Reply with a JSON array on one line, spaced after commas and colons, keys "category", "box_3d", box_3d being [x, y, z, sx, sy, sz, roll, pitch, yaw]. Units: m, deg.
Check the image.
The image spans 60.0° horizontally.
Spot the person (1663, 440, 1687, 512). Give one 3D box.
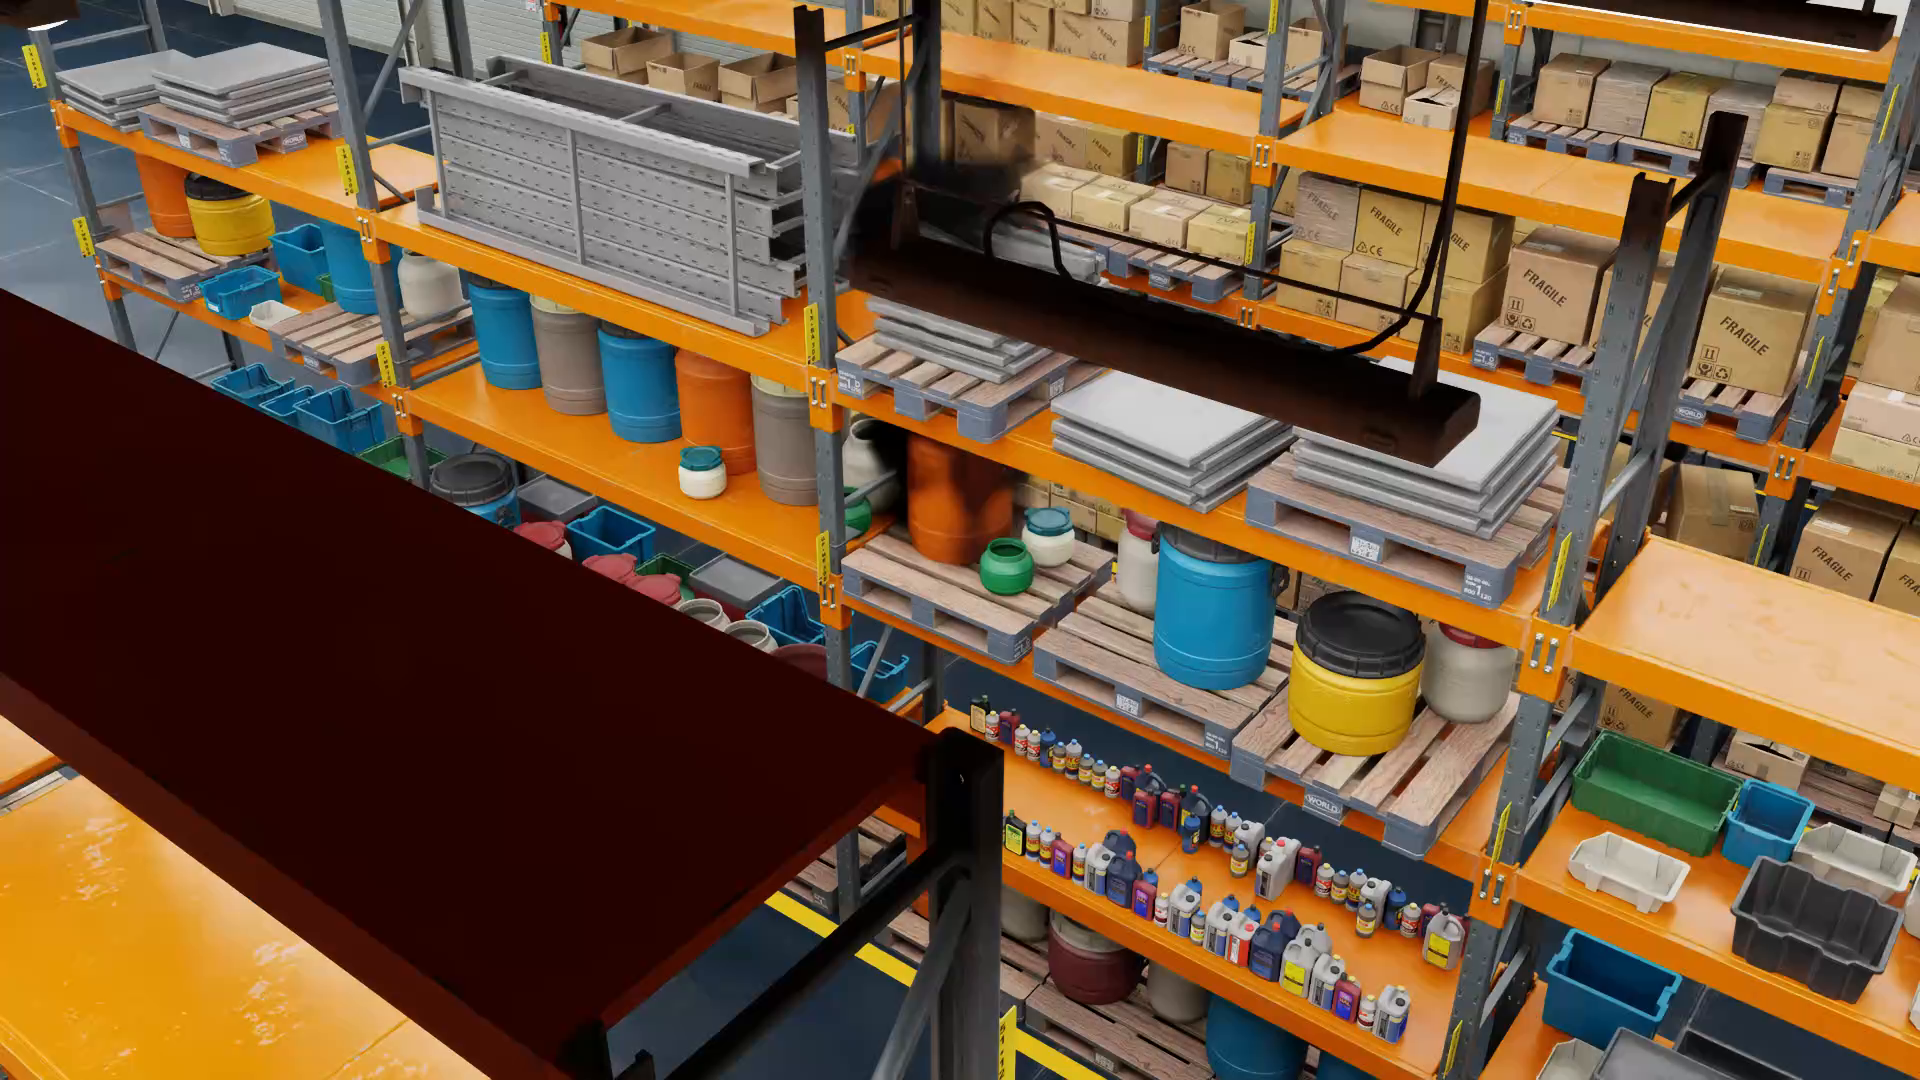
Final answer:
[{"category": "person", "box_3d": [6.255, -0.730, 14.844, 0.706, 1.767, 0.638, 17, 35, 26]}]
